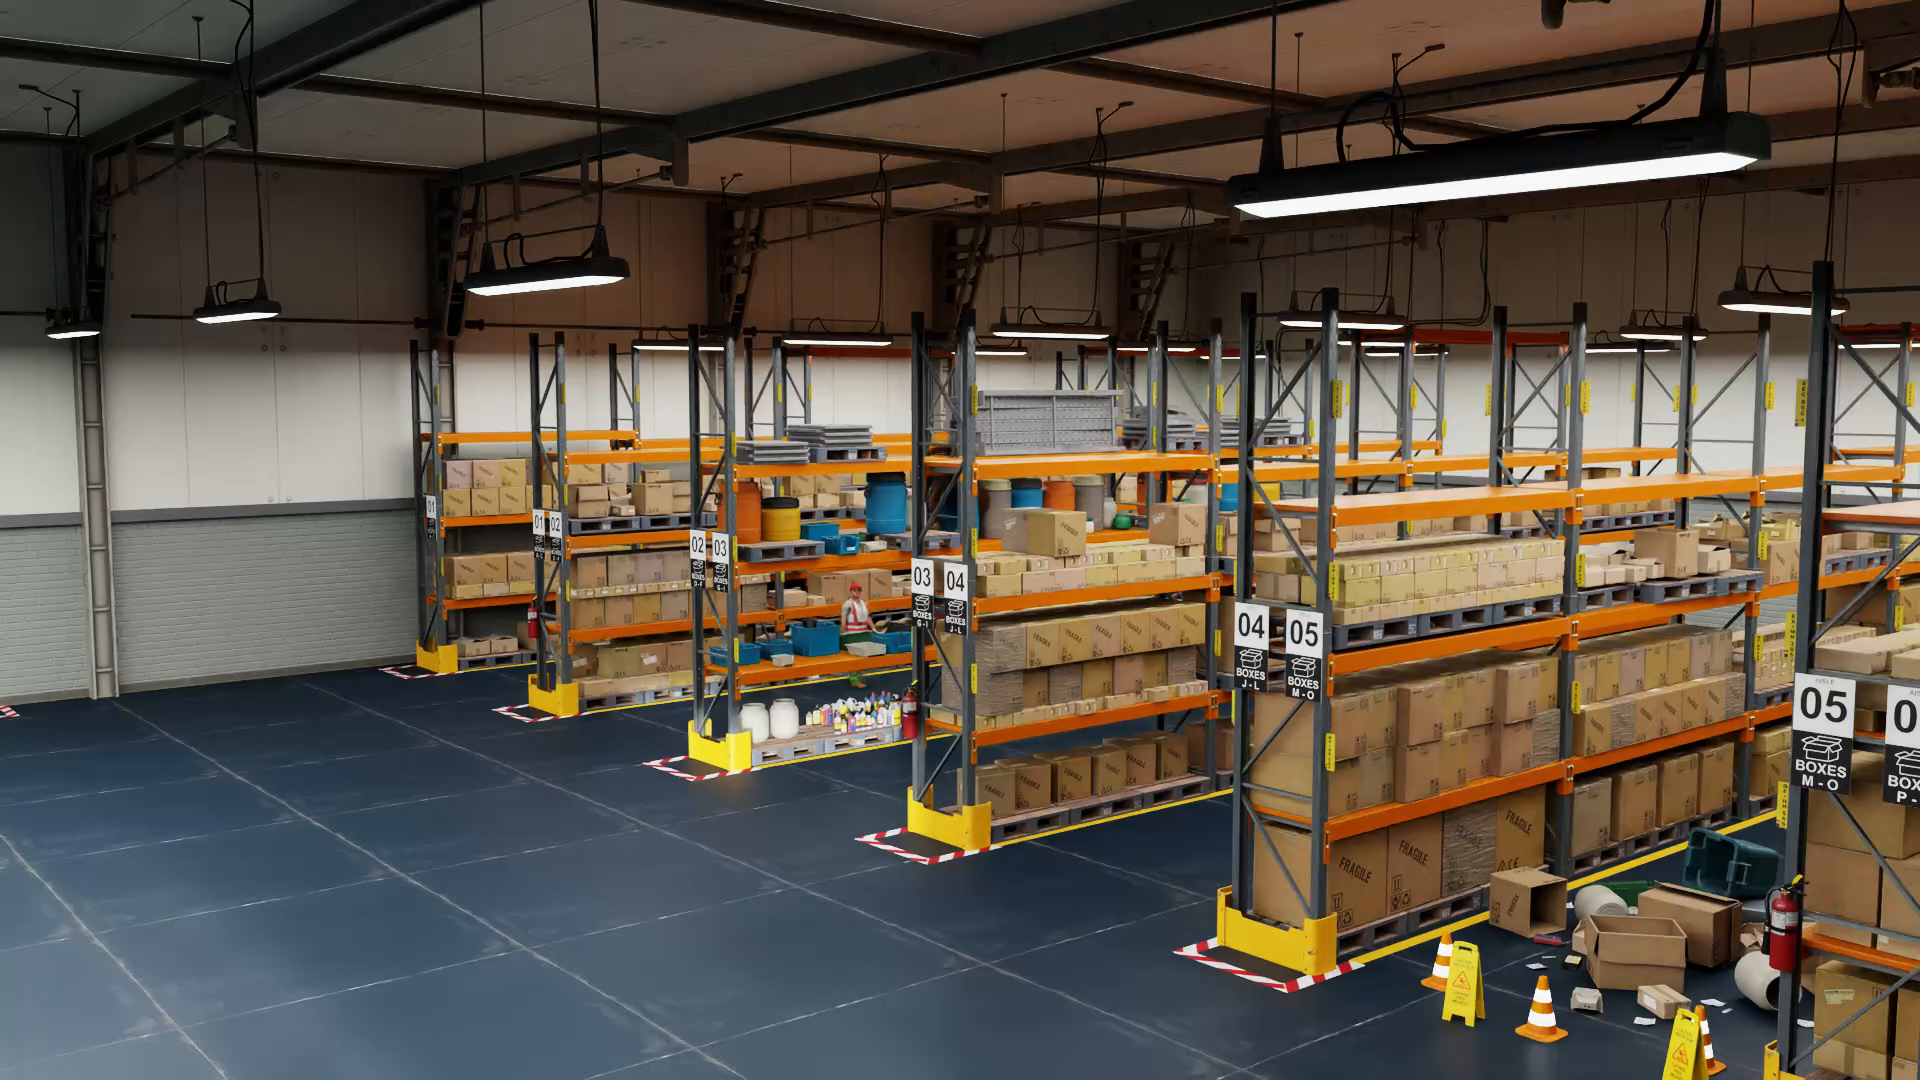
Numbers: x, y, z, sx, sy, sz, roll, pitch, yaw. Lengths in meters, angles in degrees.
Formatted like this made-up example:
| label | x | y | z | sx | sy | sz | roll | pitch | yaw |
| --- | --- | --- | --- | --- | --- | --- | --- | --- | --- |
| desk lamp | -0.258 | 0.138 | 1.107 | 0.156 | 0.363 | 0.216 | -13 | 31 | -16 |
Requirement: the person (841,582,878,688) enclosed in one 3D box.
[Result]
| label | x | y | z | sx | sy | sz | roll | pitch | yaw |
| --- | --- | --- | --- | --- | --- | --- | --- | --- | --- |
| person | -1.715 | 1.625 | 28.458 | 0.508 | 1.788 | 0.609 | 3 | 6 | 31 |
